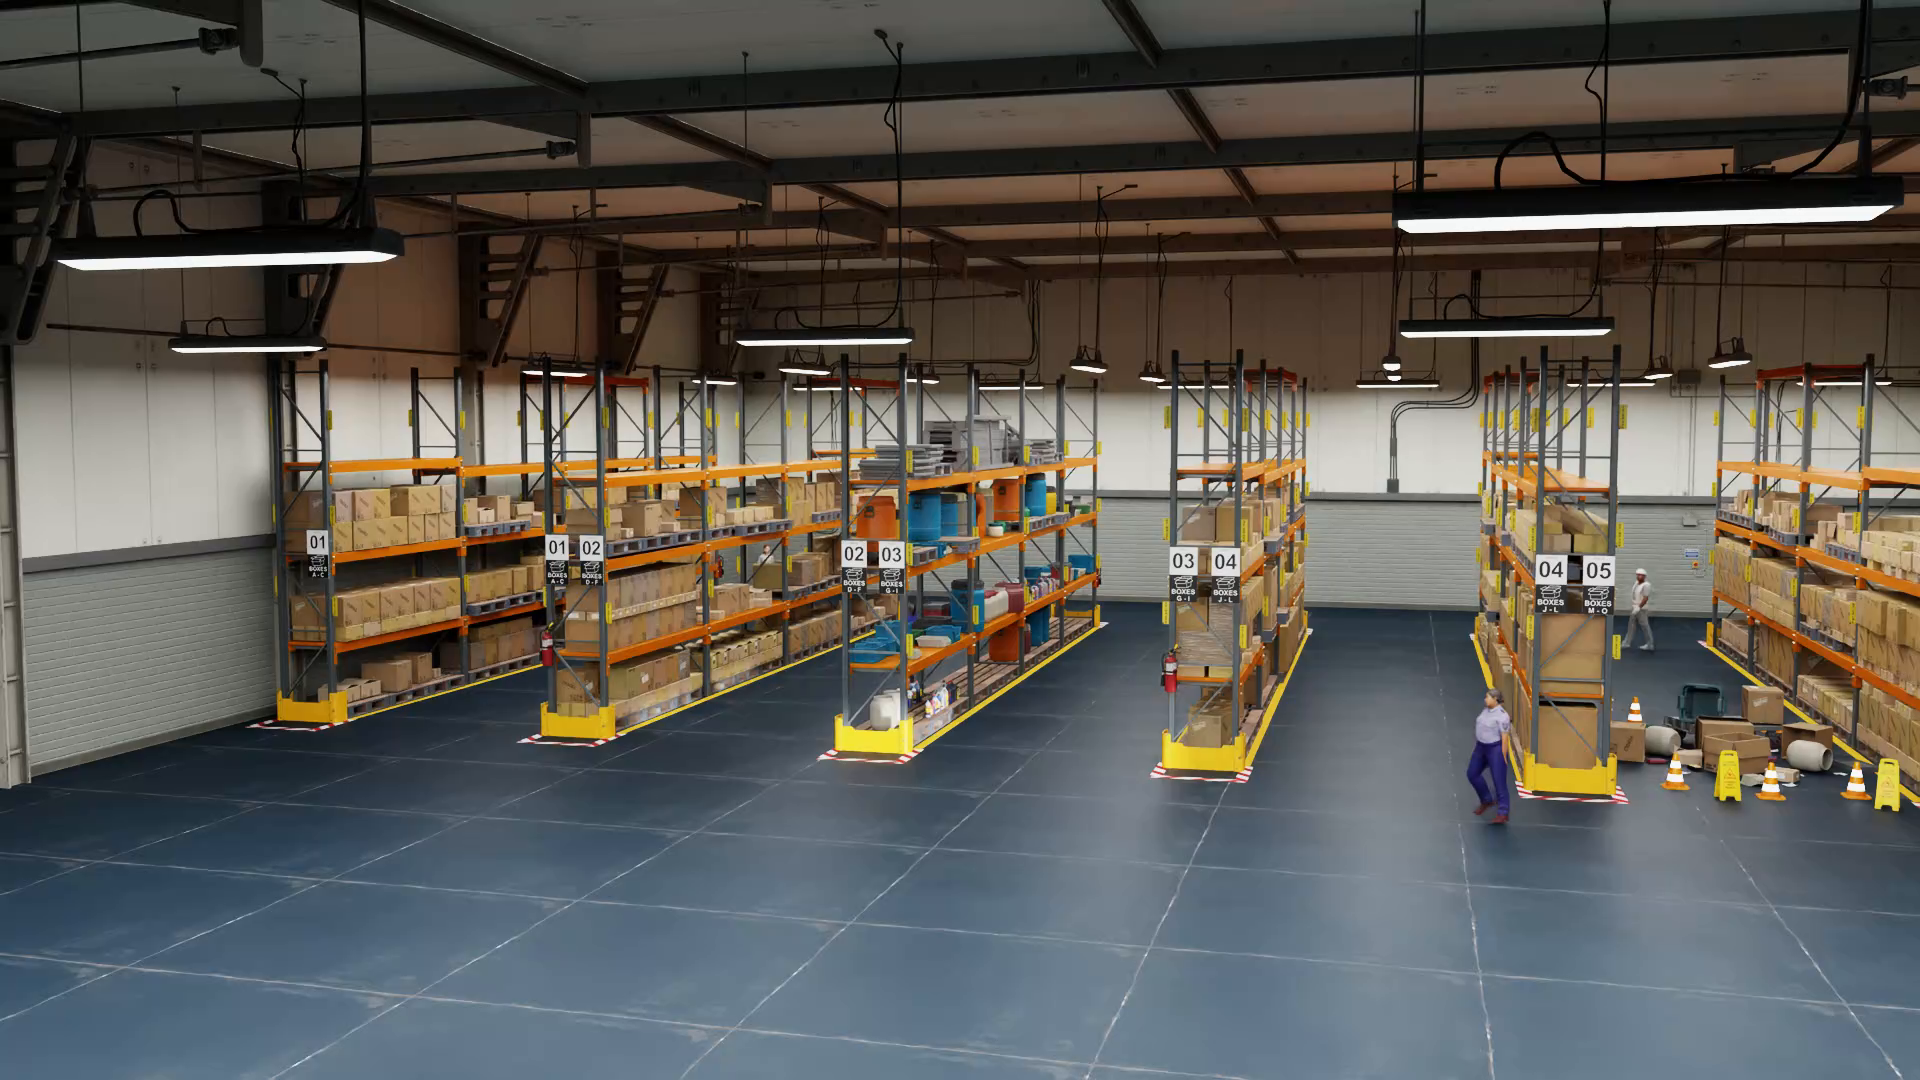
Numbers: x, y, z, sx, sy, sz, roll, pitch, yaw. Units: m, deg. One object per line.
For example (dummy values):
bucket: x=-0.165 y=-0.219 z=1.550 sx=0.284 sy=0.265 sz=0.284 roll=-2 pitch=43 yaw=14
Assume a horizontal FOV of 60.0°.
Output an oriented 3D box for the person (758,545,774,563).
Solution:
person: x=-5.257 y=0.936 z=45.042 sx=0.424 sy=1.625 sz=0.995 roll=0 pitch=4 yaw=-1

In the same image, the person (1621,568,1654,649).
person: x=14.718 y=1.494 z=36.227 sx=0.776 sy=1.769 sz=0.639 roll=1 pitch=4 yaw=16

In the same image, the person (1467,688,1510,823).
person: x=6.659 y=2.677 z=20.839 sx=0.397 sy=1.669 sz=0.593 roll=-2 pitch=4 yaw=-23

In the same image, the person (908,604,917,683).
person: x=-0.903 y=1.996 z=30.159 sx=0.542 sy=1.686 sz=0.373 roll=-1 pitch=4 yaw=-18
